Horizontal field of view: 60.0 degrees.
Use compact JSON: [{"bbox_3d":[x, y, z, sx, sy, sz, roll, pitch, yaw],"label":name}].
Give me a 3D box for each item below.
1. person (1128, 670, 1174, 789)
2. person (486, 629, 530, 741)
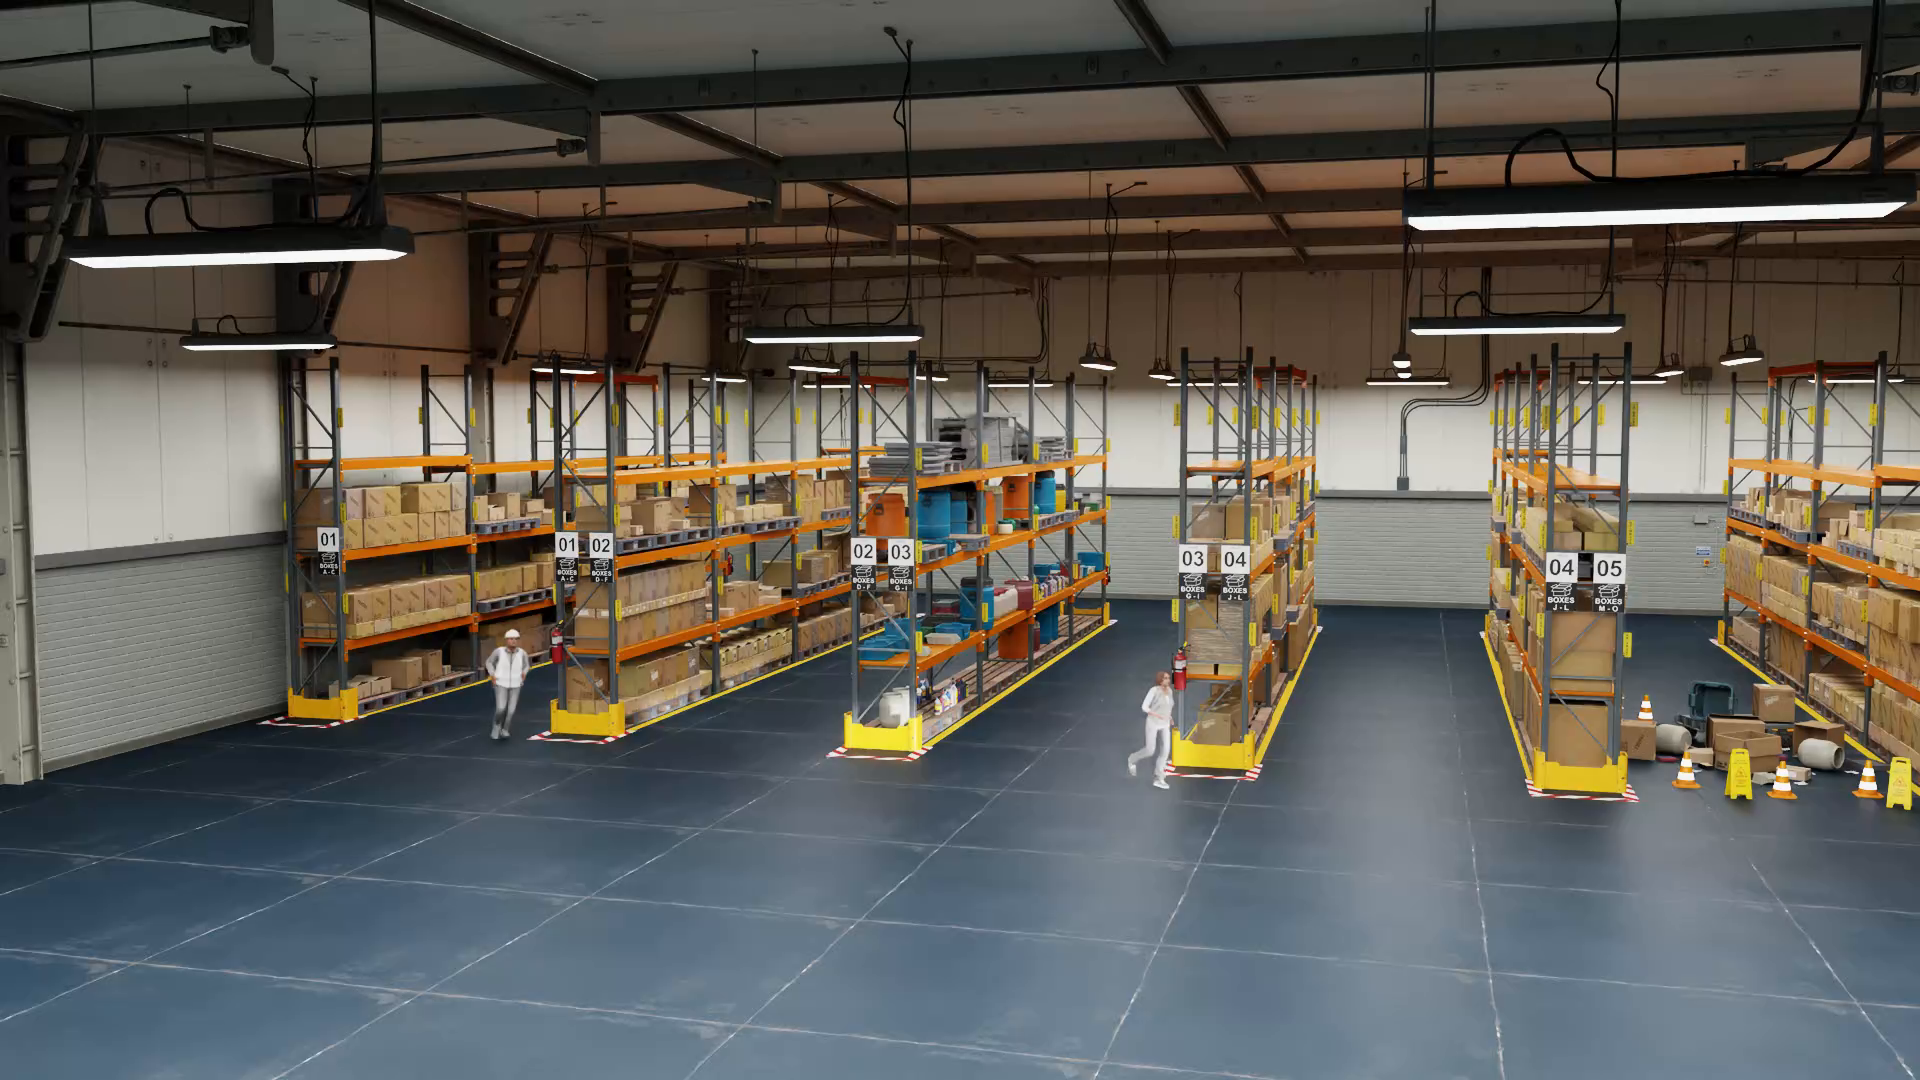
[{"bbox_3d":[2.705,2.600,22.694,0.555,1.476,0.781,-2,5,-30],"label":"person"},{"bbox_3d":[-6.997,2.242,25.811,0.649,1.726,0.733,-2,5,-25],"label":"person"}]
